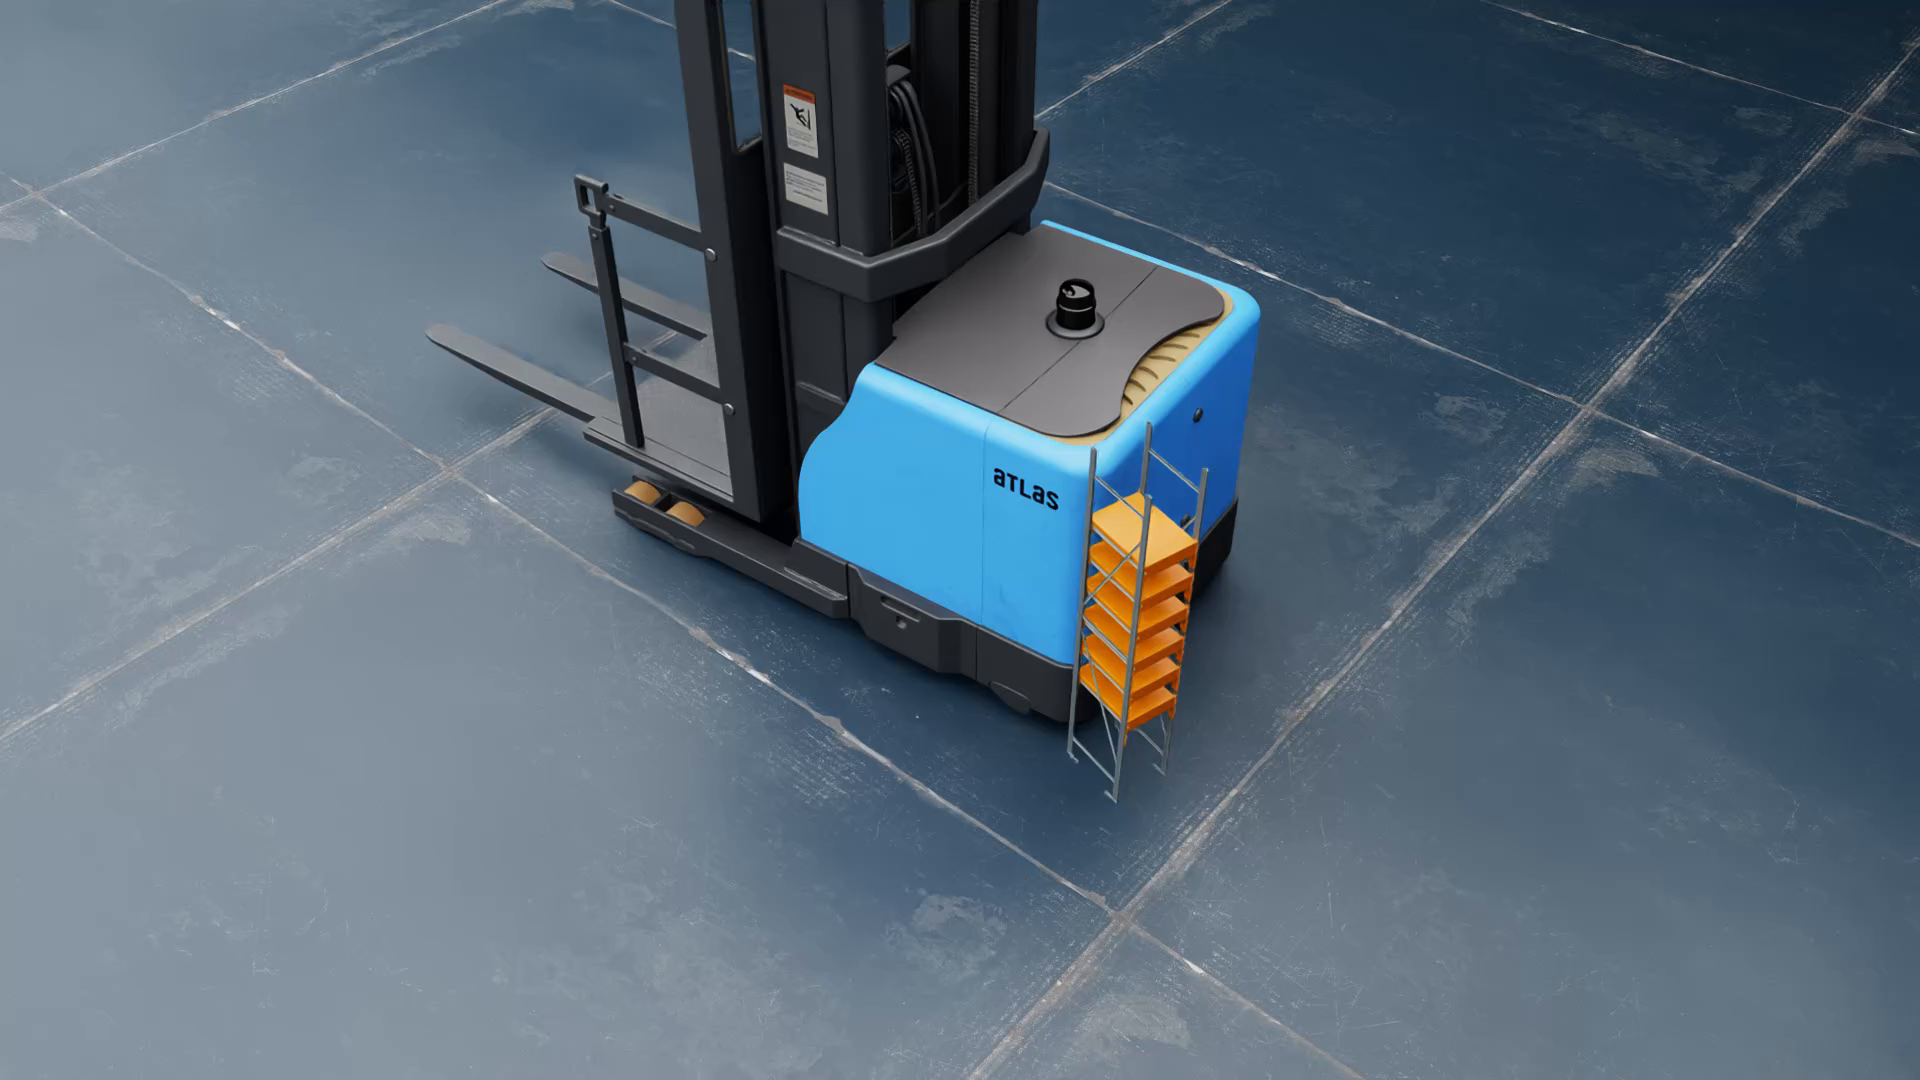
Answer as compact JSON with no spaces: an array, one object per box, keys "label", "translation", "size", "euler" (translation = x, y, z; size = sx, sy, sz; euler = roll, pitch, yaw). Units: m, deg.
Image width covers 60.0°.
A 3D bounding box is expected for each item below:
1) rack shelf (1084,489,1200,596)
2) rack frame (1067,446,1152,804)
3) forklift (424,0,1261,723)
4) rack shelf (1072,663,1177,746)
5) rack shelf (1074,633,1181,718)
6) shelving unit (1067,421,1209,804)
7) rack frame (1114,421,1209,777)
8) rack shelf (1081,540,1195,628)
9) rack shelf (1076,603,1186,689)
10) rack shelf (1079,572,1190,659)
[{"label":"rack shelf","translation":[0.476,0.003,4.383],"size":[0.180,0.103,0.258],"euler":[-25,49,-25]},{"label":"rack frame","translation":[0.398,0.269,4.559],"size":[0.006,1.200,0.240],"euler":[-25,49,-25]},{"label":"forklift","translation":[-0.590,-1.316,5.018],"size":[3.031,2.935,1.130],"euler":[25,48,25]},{"label":"rack shelf","translation":[0.472,0.443,4.791],"size":[0.180,0.103,0.258],"euler":[-25,49,-25]},{"label":"rack shelf","translation":[0.473,0.355,4.710],"size":[0.180,0.103,0.258],"euler":[-25,49,-25]},{"label":"shelving unit","translation":[0.474,0.234,4.598],"size":[0.189,1.200,0.258],"euler":[-25,49,-25]},{"label":"rack frame","translation":[0.549,0.200,4.636],"size":[0.006,1.200,0.240],"euler":[-25,49,-25]},{"label":"rack shelf","translation":[0.475,0.091,4.465],"size":[0.180,0.103,0.258],"euler":[-25,49,-25]},{"label":"rack shelf","translation":[0.474,0.267,4.628],"size":[0.180,0.103,0.258],"euler":[-25,49,-25]},{"label":"rack shelf","translation":[0.474,0.179,4.546],"size":[0.180,0.103,0.258],"euler":[-25,49,-25]}]
